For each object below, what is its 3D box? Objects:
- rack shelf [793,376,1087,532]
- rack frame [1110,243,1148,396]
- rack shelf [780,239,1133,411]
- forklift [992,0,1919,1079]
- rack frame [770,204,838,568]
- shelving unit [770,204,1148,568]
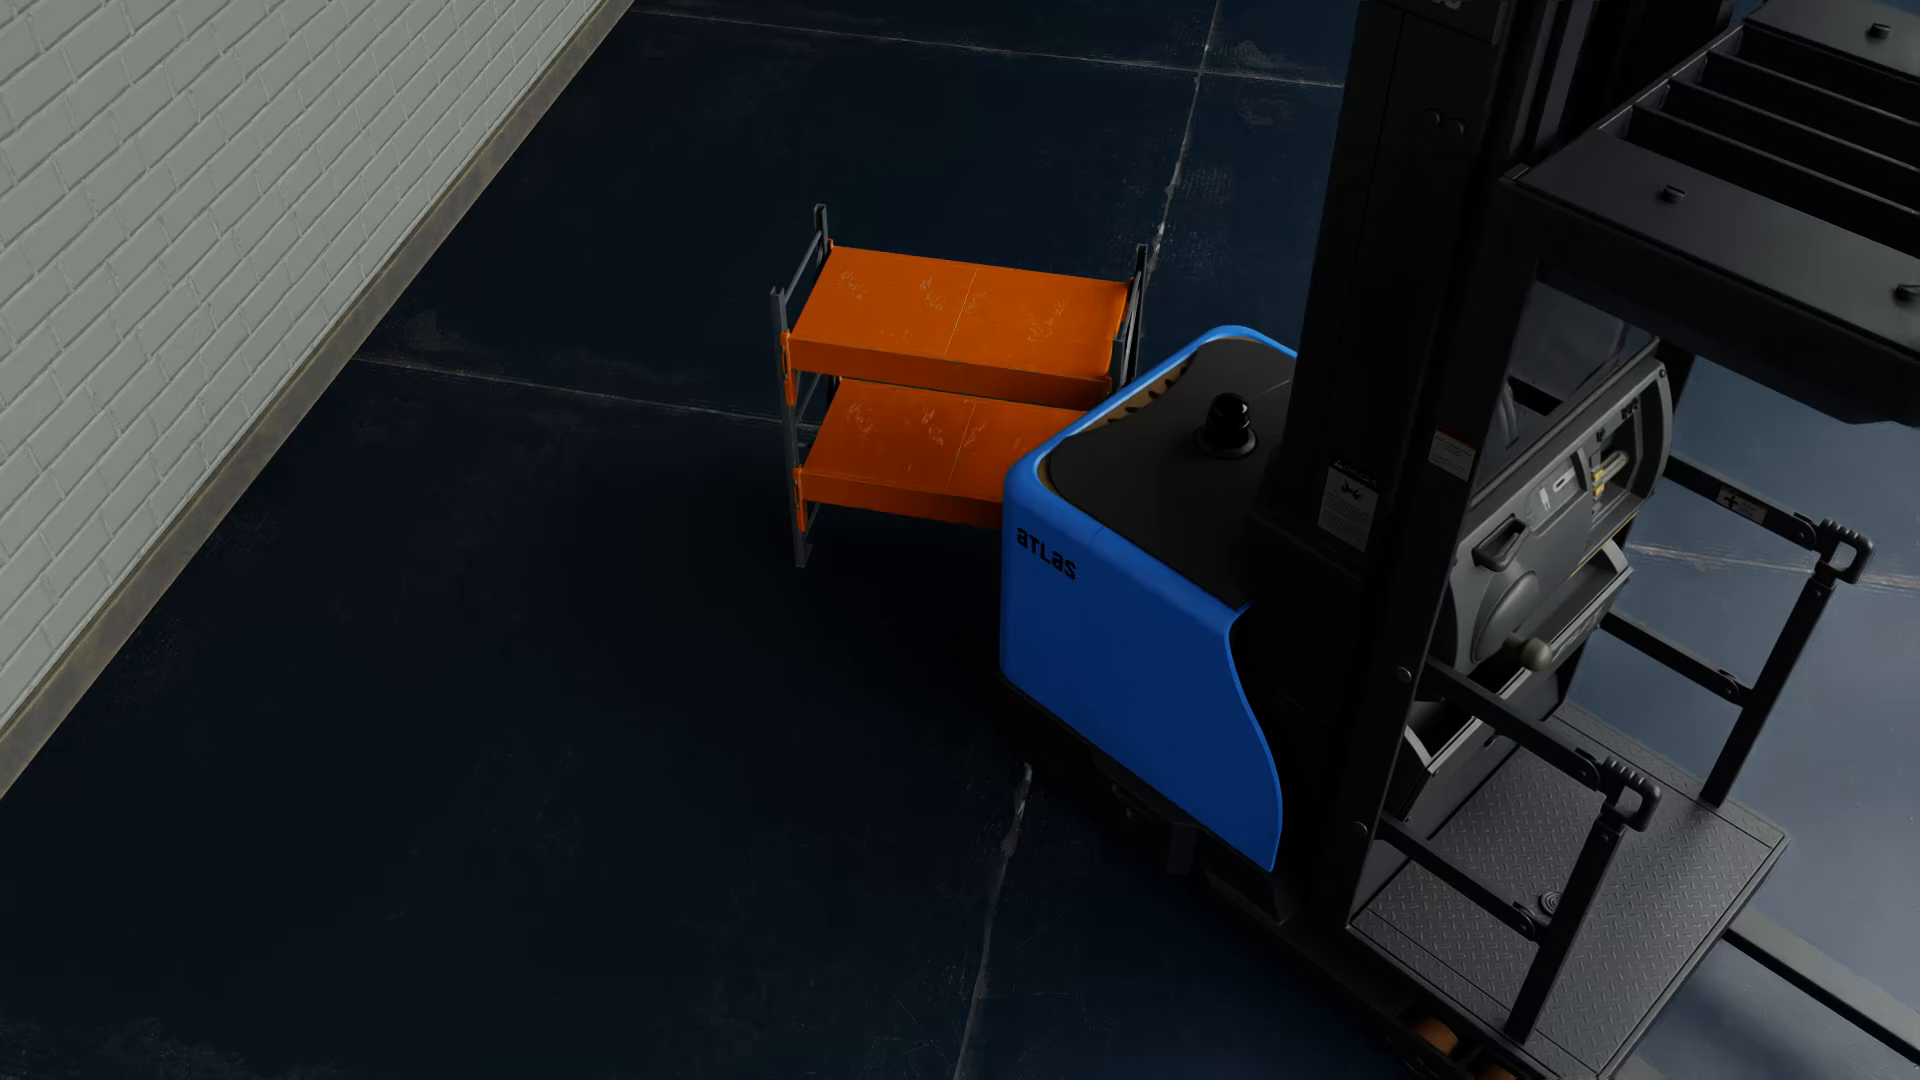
[{"bbox_3d":[0.007,-0.228,5.528,1.000,0.278,0.538,9,45,9],"label":"rack shelf"},{"bbox_3d":[0.503,-0.327,5.279,0.032,1.125,0.500,9,45,9],"label":"rack frame"},{"bbox_3d":[0.007,-0.615,5.156,1.000,0.278,0.538,9,45,9],"label":"rack shelf"},{"bbox_3d":[1.499,0.019,3.617,3.031,2.935,1.130,35,54,31],"label":"forklift"},{"bbox_3d":[-0.489,-0.481,5.439,0.032,1.125,0.500,9,45,9],"label":"rack frame"},{"bbox_3d":[0.007,-0.404,5.359,1.048,1.125,0.538,9,45,9],"label":"shelving unit"}]
